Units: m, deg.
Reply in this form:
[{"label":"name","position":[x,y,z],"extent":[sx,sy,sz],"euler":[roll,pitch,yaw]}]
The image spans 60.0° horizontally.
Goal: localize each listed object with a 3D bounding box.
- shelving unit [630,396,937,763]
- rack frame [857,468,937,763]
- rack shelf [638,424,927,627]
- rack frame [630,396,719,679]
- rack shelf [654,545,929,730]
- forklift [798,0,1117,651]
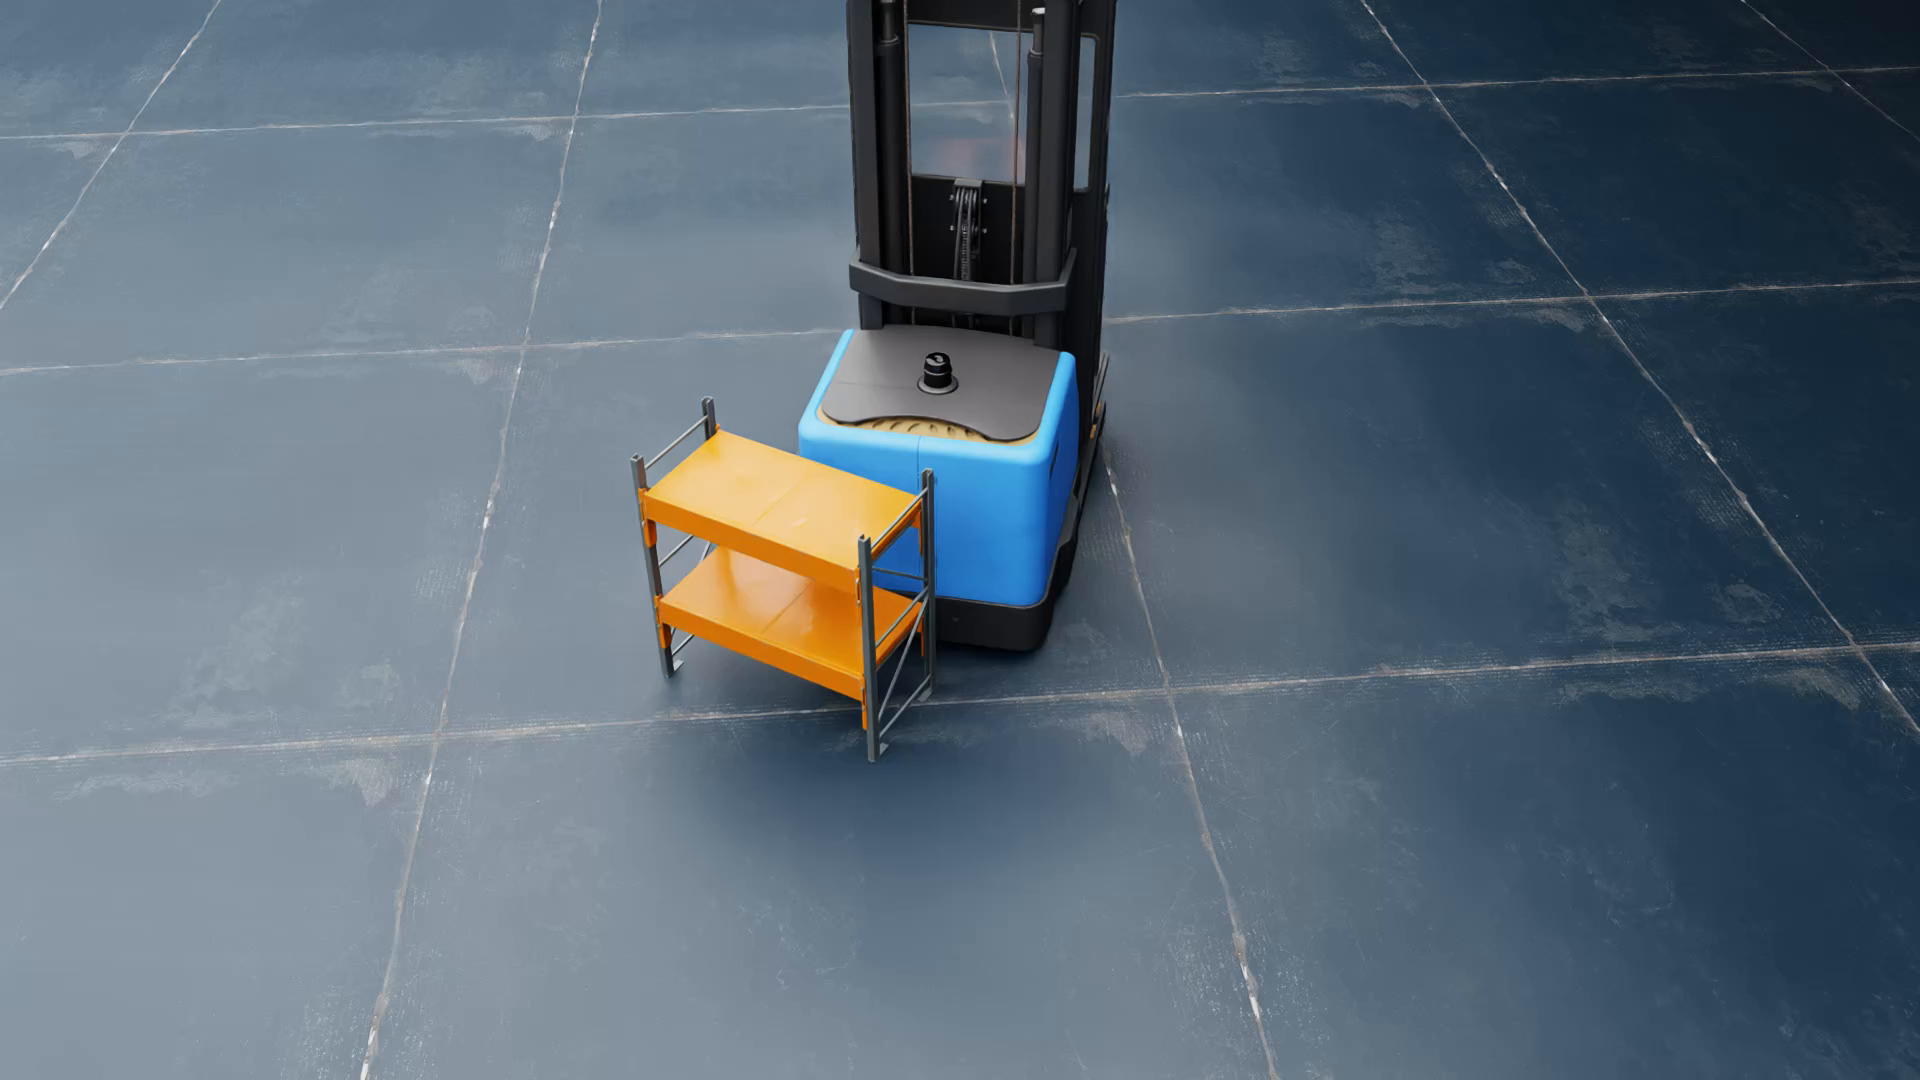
[{"label":"shelving unit","position":[-0.677,0.155,6.645],"extent":[1.048,1.125,0.538],"euler":[19,42,22]},{"label":"rack frame","position":[-0.233,0.308,6.451],"extent":[0.032,1.125,0.500],"euler":[19,42,22]},{"label":"rack shelf","position":[-0.677,-0.074,6.463],"extent":[1.000,0.278,0.538],"euler":[19,42,22]},{"label":"rack frame","position":[-1.122,0.003,6.838],"extent":[0.032,1.125,0.500],"euler":[19,42,22]},{"label":"rack shelf","position":[-0.677,0.347,6.796],"extent":[1.000,0.278,0.538],"euler":[19,42,22]},{"label":"forklift","position":[0.129,-1.596,7.406],"extent":[1.130,2.935,3.031],"euler":[7,39,9]}]
